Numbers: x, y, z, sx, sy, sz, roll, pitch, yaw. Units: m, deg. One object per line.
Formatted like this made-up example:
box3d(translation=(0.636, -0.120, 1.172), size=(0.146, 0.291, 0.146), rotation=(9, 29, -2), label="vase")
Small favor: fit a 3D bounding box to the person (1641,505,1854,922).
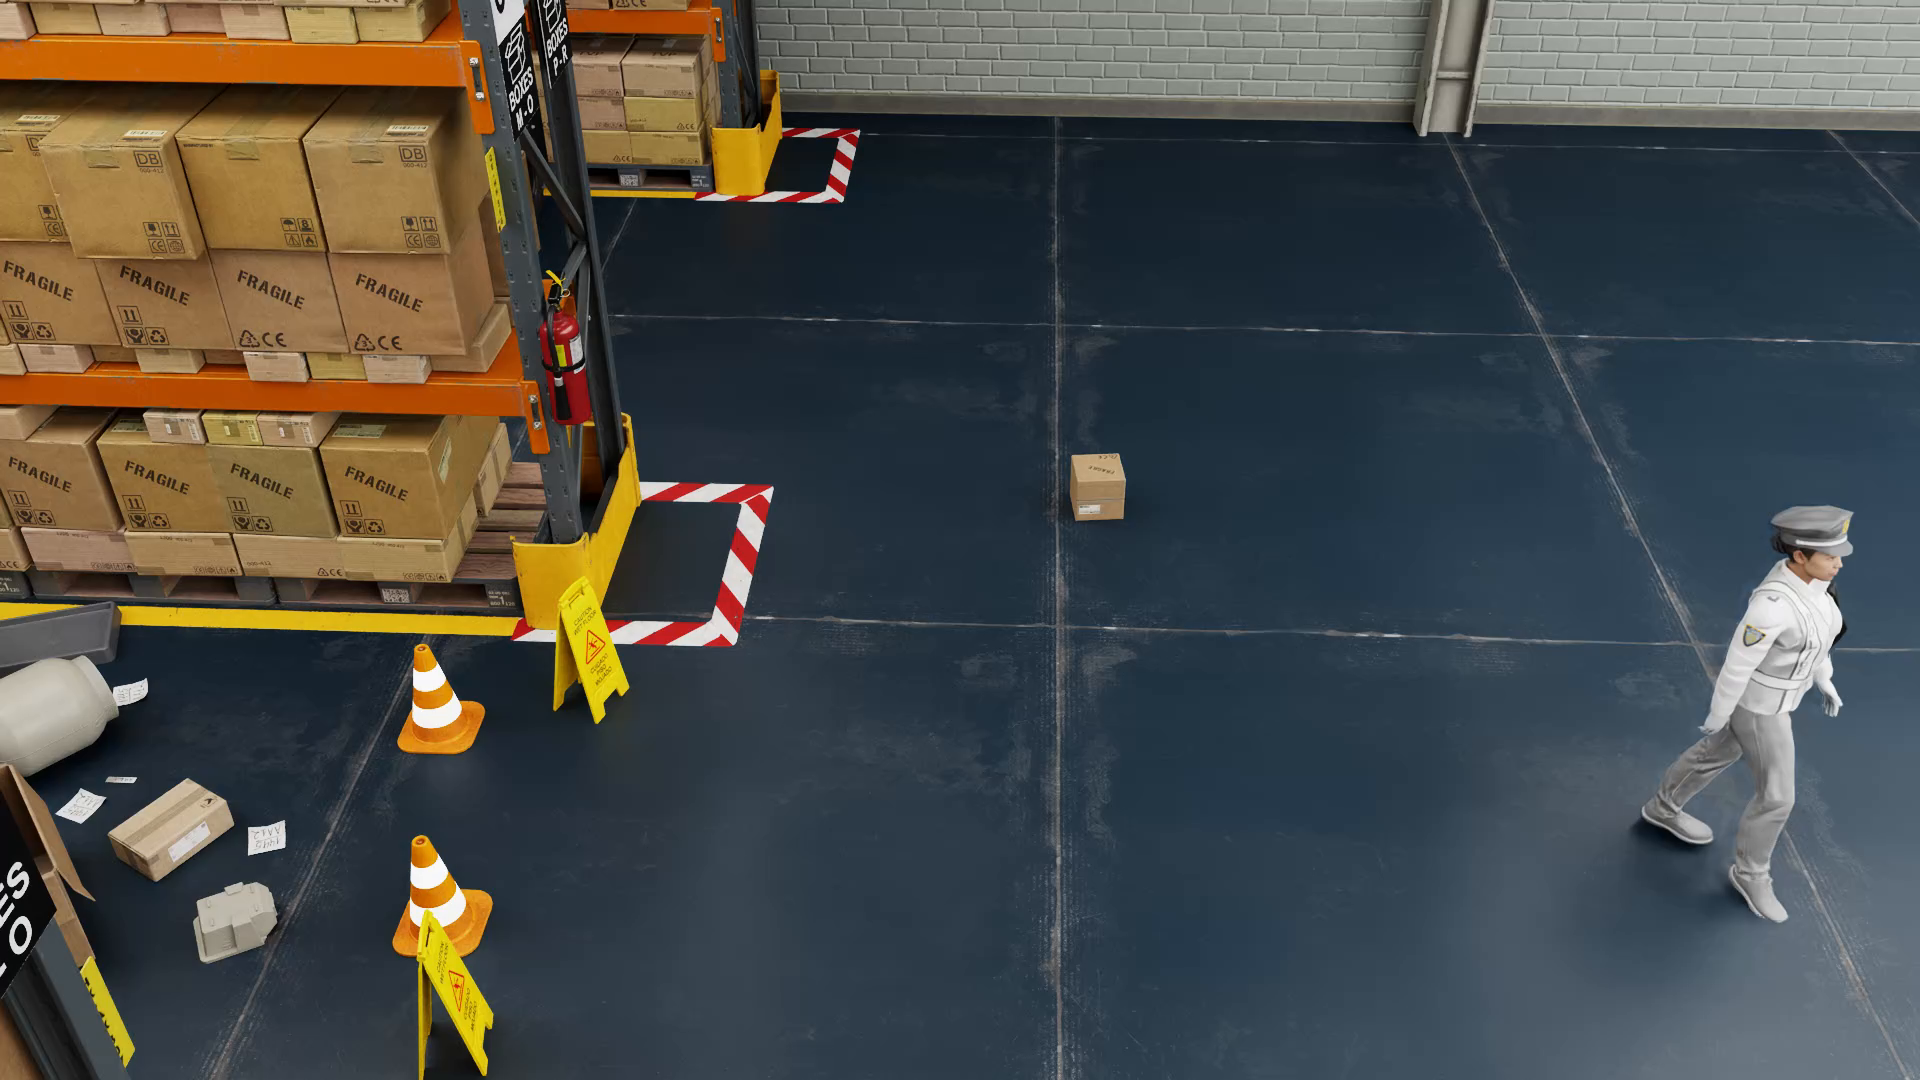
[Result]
box3d(translation=(3.070, 0.624, 6.253), size=(0.649, 1.744, 0.502), rotation=(26, 43, 31), label="person")
